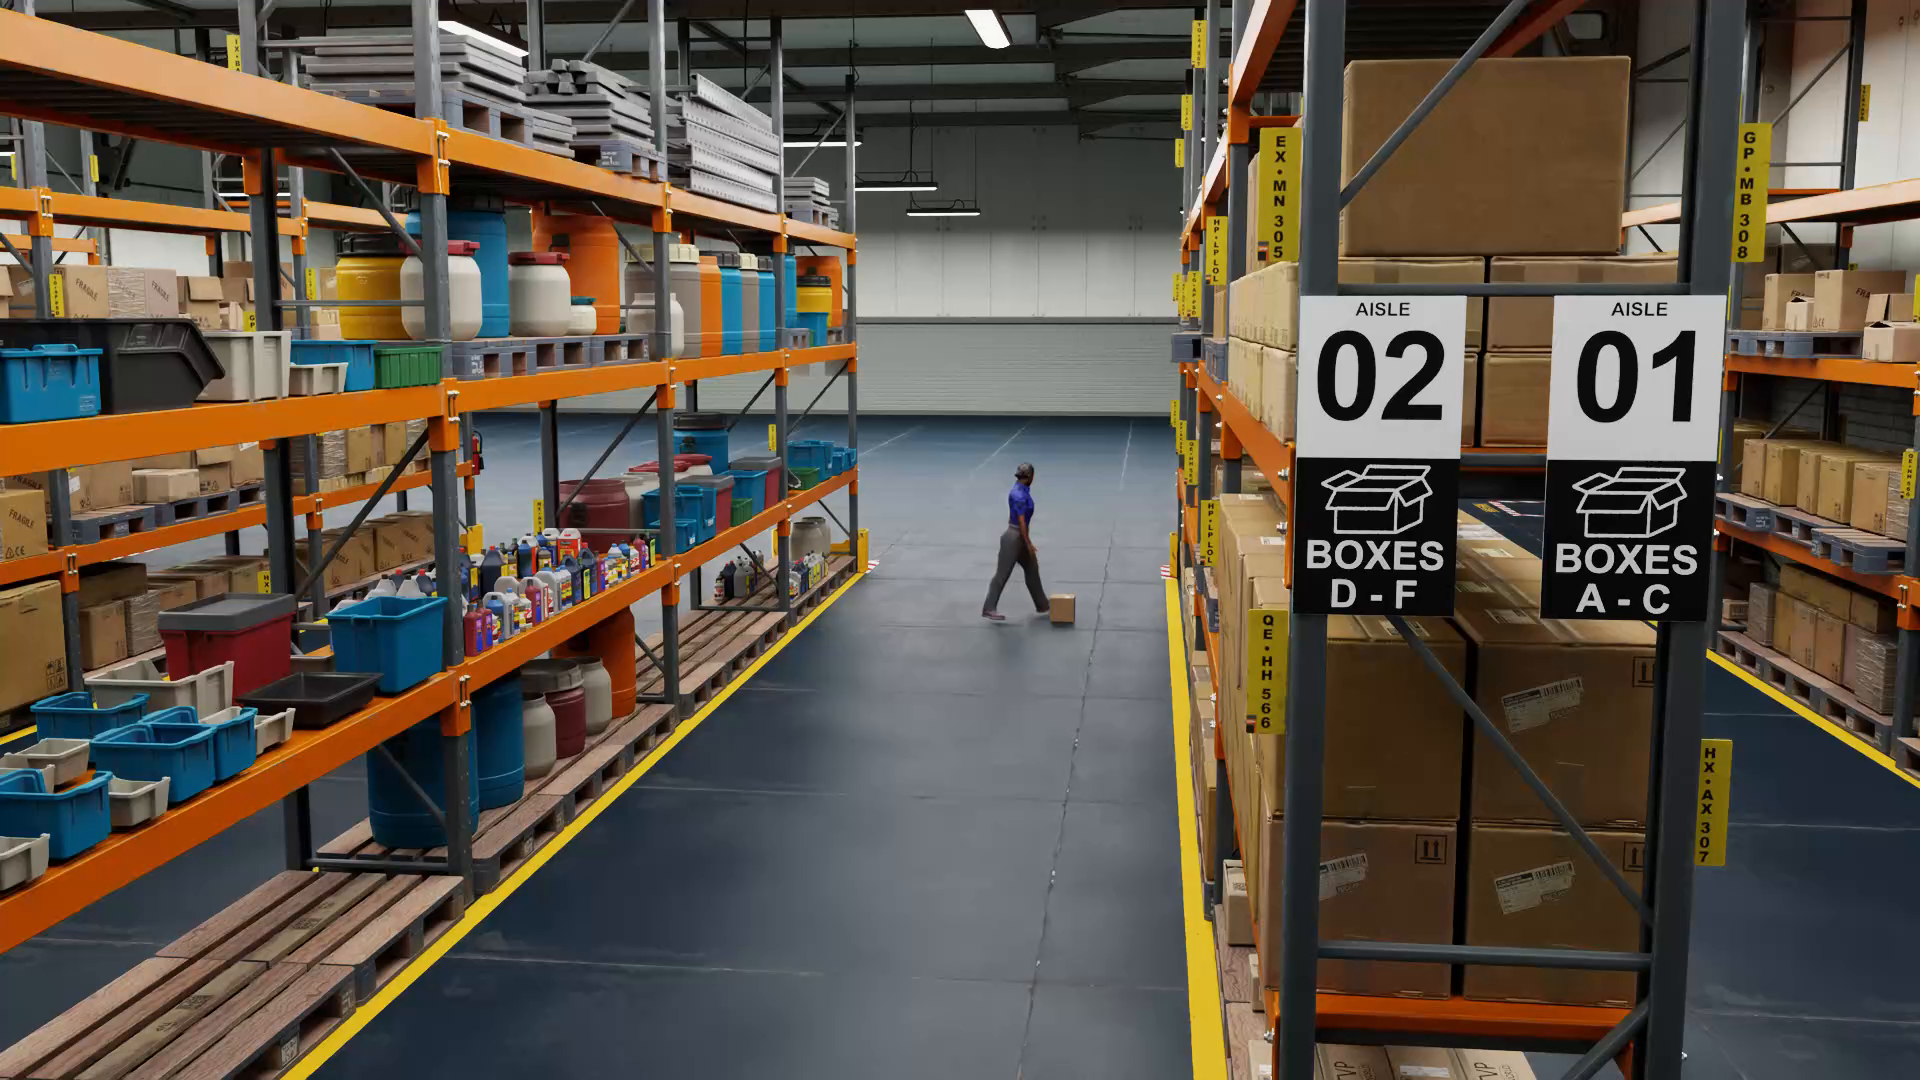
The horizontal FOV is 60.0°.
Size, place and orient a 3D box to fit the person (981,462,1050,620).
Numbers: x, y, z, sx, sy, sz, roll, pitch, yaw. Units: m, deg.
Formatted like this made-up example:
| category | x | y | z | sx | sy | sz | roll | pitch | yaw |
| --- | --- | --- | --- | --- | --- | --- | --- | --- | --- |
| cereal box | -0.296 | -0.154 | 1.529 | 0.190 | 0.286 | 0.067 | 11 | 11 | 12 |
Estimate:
| category | x | y | z | sx | sy | sz | roll | pitch | yaw |
| --- | --- | --- | --- | --- | --- | --- | --- | --- | --- |
| person | 0.650 | -0.001 | 17.284 | 0.797 | 1.617 | 0.660 | 2 | 8 | 11 |
